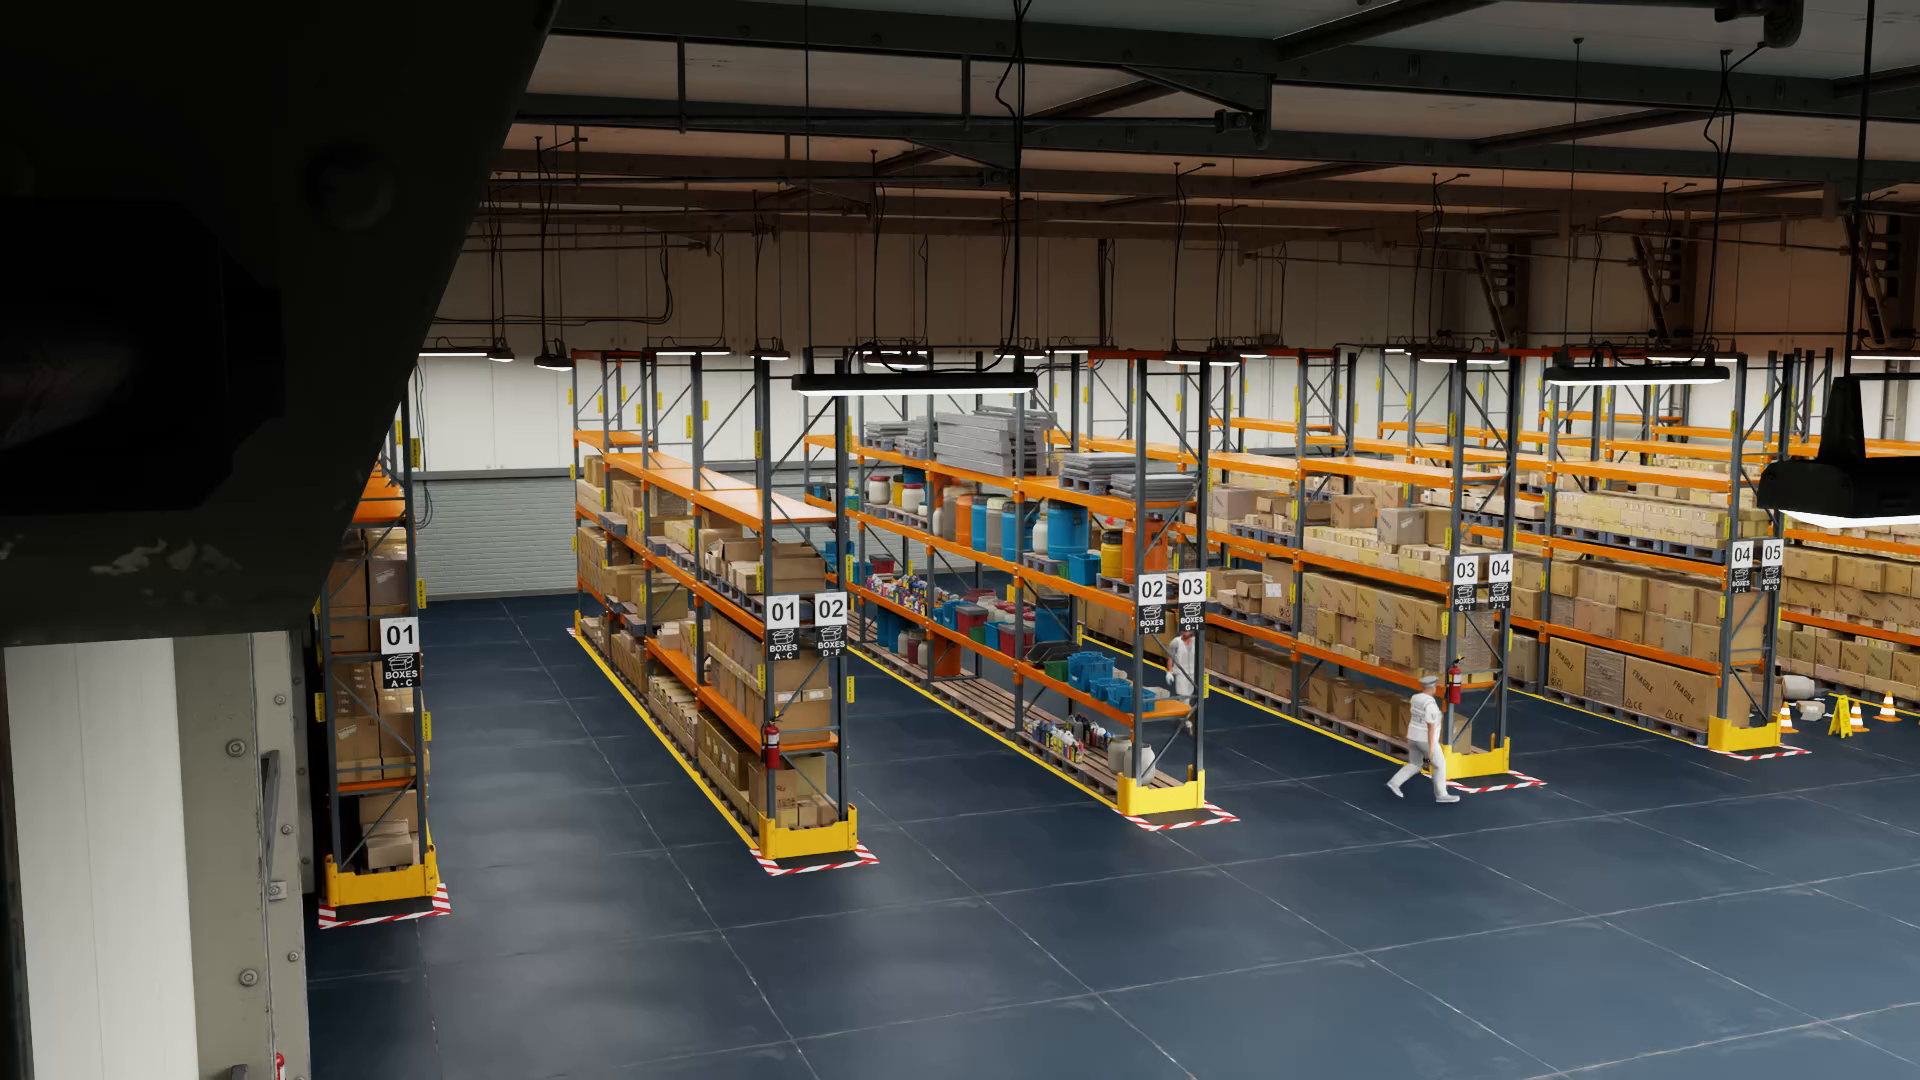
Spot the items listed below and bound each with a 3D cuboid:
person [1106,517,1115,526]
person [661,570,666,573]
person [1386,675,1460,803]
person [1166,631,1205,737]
[{"bbox_3d":[3.808,0.250,42.248,1.037,1.674,0.545,3,8,25],"label":"person"},{"bbox_3d":[-6.706,0.686,38.838,0.456,1.621,1.063,-4,8,-30],"label":"person"},{"bbox_3d":[6.247,2.684,22.462,0.960,1.720,0.569,-2,7,-17],"label":"person"},{"bbox_3d":[3.613,2.166,26.456,0.559,1.786,0.834,-3,8,-21],"label":"person"}]
